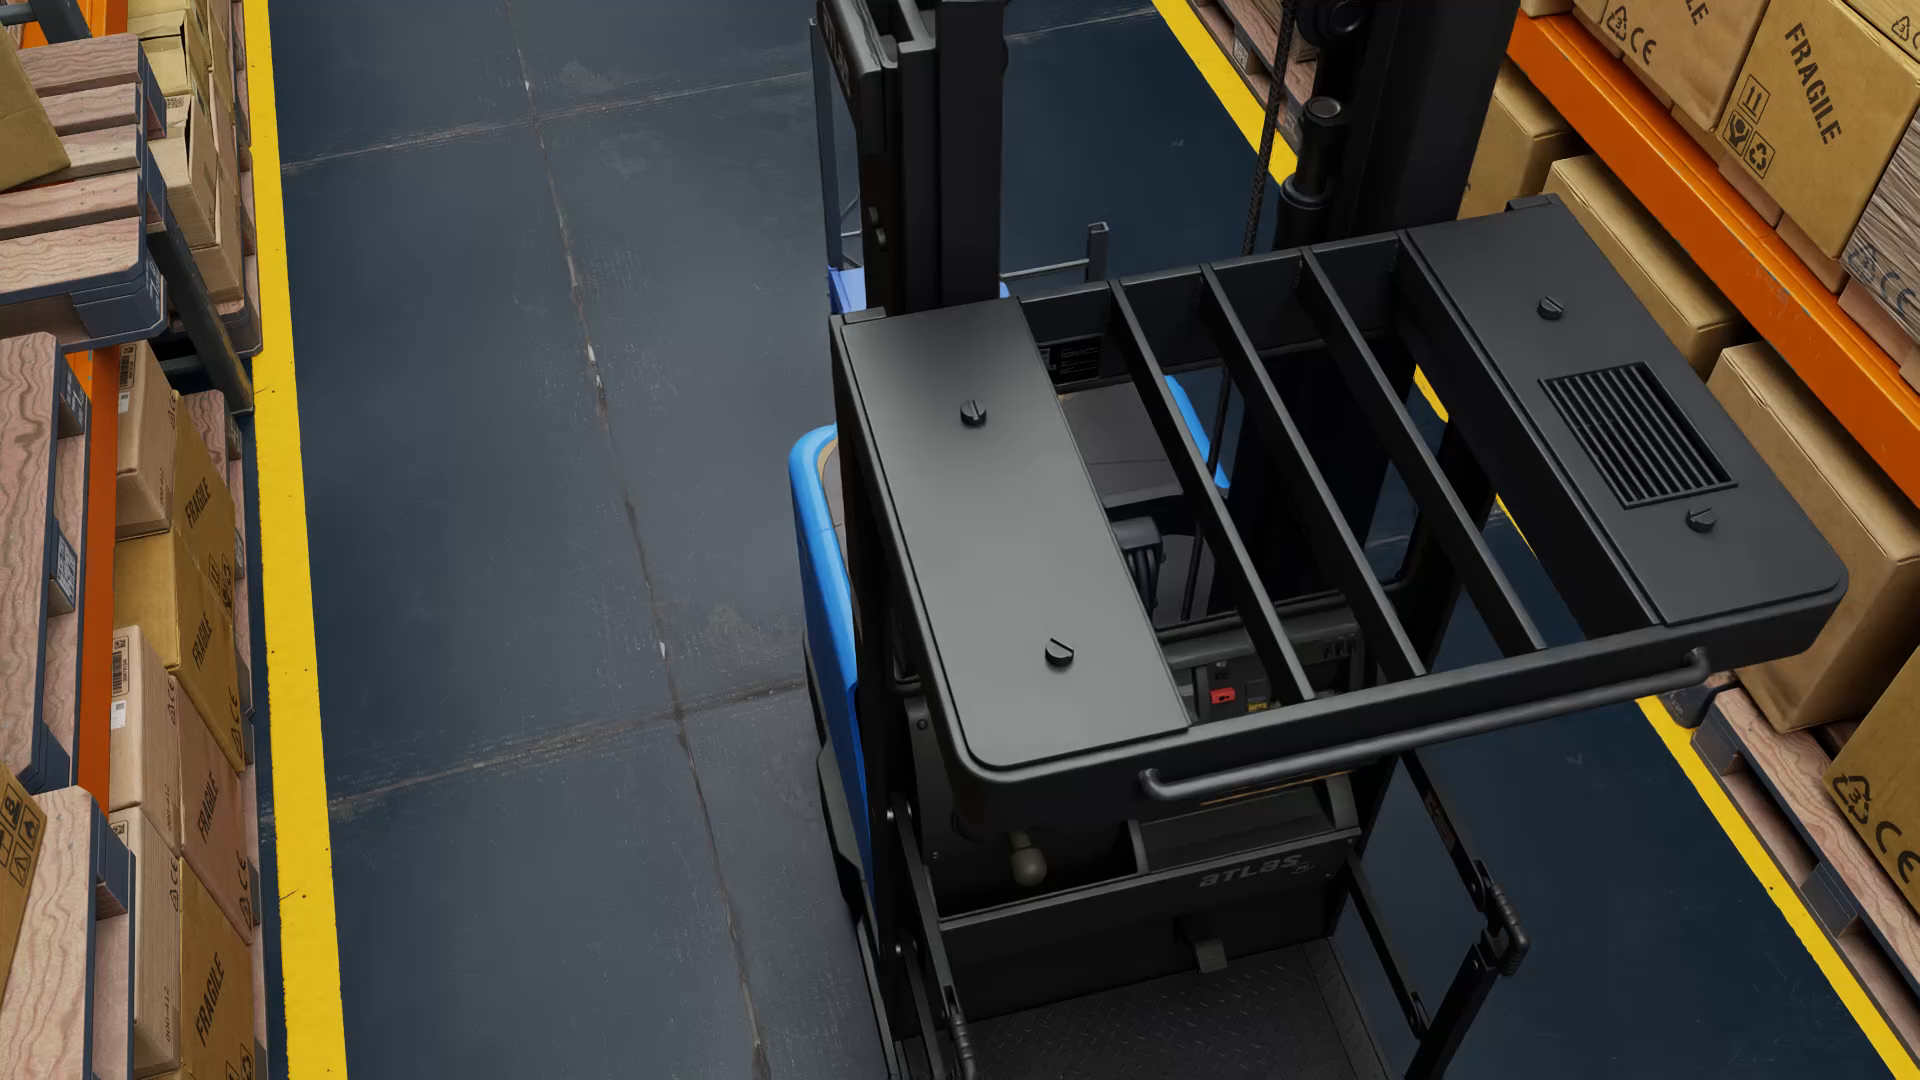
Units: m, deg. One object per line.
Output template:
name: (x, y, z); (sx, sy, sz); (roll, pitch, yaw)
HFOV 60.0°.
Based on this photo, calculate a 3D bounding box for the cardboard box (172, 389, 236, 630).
cardboard box: (-2.376, -0.034, 4.664); (0.500, 0.500, 0.500); (-12, 51, -10)

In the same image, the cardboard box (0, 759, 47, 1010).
cardboard box: (-1.884, 0.542, 2.491); (0.700, 0.500, 0.500); (-6, 50, -5)

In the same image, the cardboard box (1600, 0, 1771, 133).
cardboard box: (2.045, -1.425, 4.216); (0.500, 0.500, 0.500); (-14, 51, -11)

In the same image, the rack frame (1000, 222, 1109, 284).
rack frame: (0.105, -0.205, 4.442); (0.500, 1.500, 0.032); (-12, 51, -10)

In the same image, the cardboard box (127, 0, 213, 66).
cardboard box: (-3.063, -1.961, 6.098); (0.500, 0.311, 0.500); (-15, 51, -12)

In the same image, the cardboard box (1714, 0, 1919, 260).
cardboard box: (2.207, -1.046, 3.897); (0.500, 0.500, 0.500); (-12, 51, -10)

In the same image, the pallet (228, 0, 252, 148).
pallet: (-3.440, -1.928, 6.738); (1.003, 0.211, 1.213); (-13, 51, -11)

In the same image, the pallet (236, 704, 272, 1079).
pallet: (-2.335, 1.015, 4.257); (1.003, 0.211, 1.213); (-13, 51, -11)

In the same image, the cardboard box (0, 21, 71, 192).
cardboard box: (-2.583, -1.061, 3.842); (0.700, 0.500, 0.500); (-30, 56, -23)

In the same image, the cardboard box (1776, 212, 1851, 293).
cardboard box: (2.265, -0.772, 4.090); (0.380, 0.149, 0.250); (-12, 51, -10)

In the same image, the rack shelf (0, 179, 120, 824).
rack shelf: (-2.285, 0.365, 3.451); (1.077, 0.370, 4.000); (-13, 51, -11)

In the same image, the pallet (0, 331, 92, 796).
pallet: (-2.297, 0.154, 3.284); (1.003, 0.211, 1.213); (-13, 51, -11)

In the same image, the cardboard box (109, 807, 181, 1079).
cardboard box: (-1.900, 0.877, 3.405); (0.500, 0.250, 0.500); (-13, 51, -11)

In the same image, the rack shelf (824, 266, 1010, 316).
rack shelf: (-0.028, -0.465, 4.896); (0.538, 0.185, 1.000); (-12, 51, -10)

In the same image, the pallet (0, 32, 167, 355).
pallet: (-2.609, -0.787, 4.077); (1.213, 0.211, 1.003); (-13, 51, -11)

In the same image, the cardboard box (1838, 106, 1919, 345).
cardboard box: (2.359, -0.683, 3.591); (0.500, 0.500, 0.500); (-13, 51, -11)

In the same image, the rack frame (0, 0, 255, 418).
rack frame: (-2.877, -1.328, 4.407); (1.000, 3.000, 0.127); (-13, 51, -11)

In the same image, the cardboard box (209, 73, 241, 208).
cardboard box: (-2.900, -1.393, 5.986); (0.500, 0.250, 0.500); (-15, 51, -12)

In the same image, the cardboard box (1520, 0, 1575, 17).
cardboard box: (1.794, -1.684, 4.859); (0.380, 0.149, 0.250); (-12, 51, -10)

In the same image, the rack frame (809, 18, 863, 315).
rack frame: (-0.162, -0.956, 5.075); (0.500, 1.500, 0.032); (-12, 51, -10)

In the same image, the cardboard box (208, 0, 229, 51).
cardboard box: (-3.211, -2.145, 6.621); (0.500, 0.250, 0.500); (-12, 51, -10)

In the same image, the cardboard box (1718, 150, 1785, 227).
cardboard box: (2.194, -0.965, 4.253); (0.380, 0.149, 0.250); (-13, 51, -11)

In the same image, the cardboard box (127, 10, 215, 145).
cardboard box: (-2.914, -1.588, 5.784); (0.500, 0.311, 0.500); (-14, 51, -12)

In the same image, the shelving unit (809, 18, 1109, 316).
shelving unit: (-0.028, -0.581, 4.758); (0.538, 1.500, 1.048); (-12, 51, -10)

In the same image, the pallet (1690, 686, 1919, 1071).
pallet: (2.737, 0.823, 4.418); (1.003, 0.211, 1.213); (-13, 51, -11)

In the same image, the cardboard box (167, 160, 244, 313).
cardboard box: (-2.751, -1.026, 5.676); (0.500, 0.250, 0.500); (-13, 51, -11)

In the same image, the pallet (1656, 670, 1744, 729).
pallet: (2.373, -0.069, 5.170); (1.003, 0.211, 1.213); (-13, 51, -11)

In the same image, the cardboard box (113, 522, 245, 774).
cardboard box: (-2.223, 0.344, 4.345); (0.500, 0.500, 0.500); (-15, 51, -12)

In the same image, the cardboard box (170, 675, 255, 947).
cardboard box: (-2.062, 0.726, 4.023); (0.500, 0.500, 0.500); (-15, 52, -12)

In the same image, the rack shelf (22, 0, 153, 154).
rack shelf: (-3.468, -2.556, 5.914); (1.077, 0.370, 4.000); (-13, 51, -11)

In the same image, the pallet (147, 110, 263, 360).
pallet: (-3.083, -1.039, 5.988); (1.003, 0.211, 1.213); (-13, 51, -11)

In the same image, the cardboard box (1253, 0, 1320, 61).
cardboard box: (1.592, -2.301, 6.575); (0.700, 0.500, 0.500); (-13, 51, -10)

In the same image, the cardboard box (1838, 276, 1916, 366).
cardboard box: (2.333, -0.575, 3.924); (0.380, 0.149, 0.250); (-15, 51, -12)

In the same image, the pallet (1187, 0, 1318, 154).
pallet: (1.625, -2.123, 6.901); (1.003, 0.211, 1.213); (-13, 51, -11)

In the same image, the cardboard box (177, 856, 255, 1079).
cardboard box: (-1.913, 1.096, 3.712); (0.500, 0.500, 0.500); (-13, 51, -11)

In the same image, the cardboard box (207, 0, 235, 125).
cardboard box: (-3.060, -1.771, 6.305); (0.500, 0.250, 0.500); (-15, 51, -12)

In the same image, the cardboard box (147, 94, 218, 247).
cardboard box: (-2.751, -1.206, 5.462); (0.500, 0.311, 0.500); (-12, 51, -10)

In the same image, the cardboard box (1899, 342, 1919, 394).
cardboard box: (2.393, -0.389, 3.767); (0.380, 0.149, 0.250); (-13, 51, -11)

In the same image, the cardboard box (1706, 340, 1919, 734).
cardboard box: (2.455, -0.065, 4.474); (0.750, 0.750, 0.750); (-12, 51, -10)

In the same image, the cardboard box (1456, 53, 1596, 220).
cardboard box: (1.947, -1.326, 5.537); (0.750, 0.750, 0.750); (-14, 51, -11)

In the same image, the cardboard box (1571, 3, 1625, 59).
cardboard box: (1.987, -1.528, 4.728); (0.380, 0.149, 0.250); (-14, 51, -11)

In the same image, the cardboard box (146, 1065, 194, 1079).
cardboard box: (-1.772, 1.462, 3.403); (0.500, 0.500, 0.500); (-13, 51, -10)

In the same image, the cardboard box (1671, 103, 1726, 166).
cardboard box: (2.138, -1.150, 4.408); (0.380, 0.149, 0.250); (-13, 51, -10)

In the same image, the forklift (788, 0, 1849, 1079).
forklift: (0.421, 0.484, 2.925); (1.130, 2.935, 3.031); (-11, 51, -9)

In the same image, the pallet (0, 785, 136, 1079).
pallet: (-1.826, 1.047, 2.531); (1.003, 0.211, 1.213); (-13, 51, -11)

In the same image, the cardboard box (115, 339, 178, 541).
cardboard box: (-2.355, -0.235, 4.343); (0.500, 0.250, 0.500); (-12, 51, -10)

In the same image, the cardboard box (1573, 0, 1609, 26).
cardboard box: (1.900, -1.788, 4.522); (0.500, 0.500, 0.500); (-12, 51, -10)

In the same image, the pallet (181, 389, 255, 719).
pallet: (-2.692, 0.125, 5.007); (1.003, 0.211, 1.213); (-13, 51, -11)

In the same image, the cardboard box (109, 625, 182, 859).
cardboard box: (-2.049, 0.511, 3.714); (0.500, 0.250, 0.500); (-14, 51, -12)

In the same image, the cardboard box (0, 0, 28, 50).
cardboard box: (-2.942, -1.574, 4.674); (0.500, 0.311, 0.500); (-10, 51, -9)

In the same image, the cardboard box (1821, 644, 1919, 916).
cardboard box: (2.721, 0.583, 3.928); (0.750, 0.750, 0.750); (-13, 51, -11)

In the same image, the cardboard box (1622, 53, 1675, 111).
cardboard box: (2.072, -1.340, 4.569); (0.380, 0.149, 0.250); (-12, 51, -10)

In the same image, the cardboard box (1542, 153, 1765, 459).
cardboard box: (2.199, -0.685, 4.997); (0.750, 0.750, 0.750); (-14, 51, -11)
